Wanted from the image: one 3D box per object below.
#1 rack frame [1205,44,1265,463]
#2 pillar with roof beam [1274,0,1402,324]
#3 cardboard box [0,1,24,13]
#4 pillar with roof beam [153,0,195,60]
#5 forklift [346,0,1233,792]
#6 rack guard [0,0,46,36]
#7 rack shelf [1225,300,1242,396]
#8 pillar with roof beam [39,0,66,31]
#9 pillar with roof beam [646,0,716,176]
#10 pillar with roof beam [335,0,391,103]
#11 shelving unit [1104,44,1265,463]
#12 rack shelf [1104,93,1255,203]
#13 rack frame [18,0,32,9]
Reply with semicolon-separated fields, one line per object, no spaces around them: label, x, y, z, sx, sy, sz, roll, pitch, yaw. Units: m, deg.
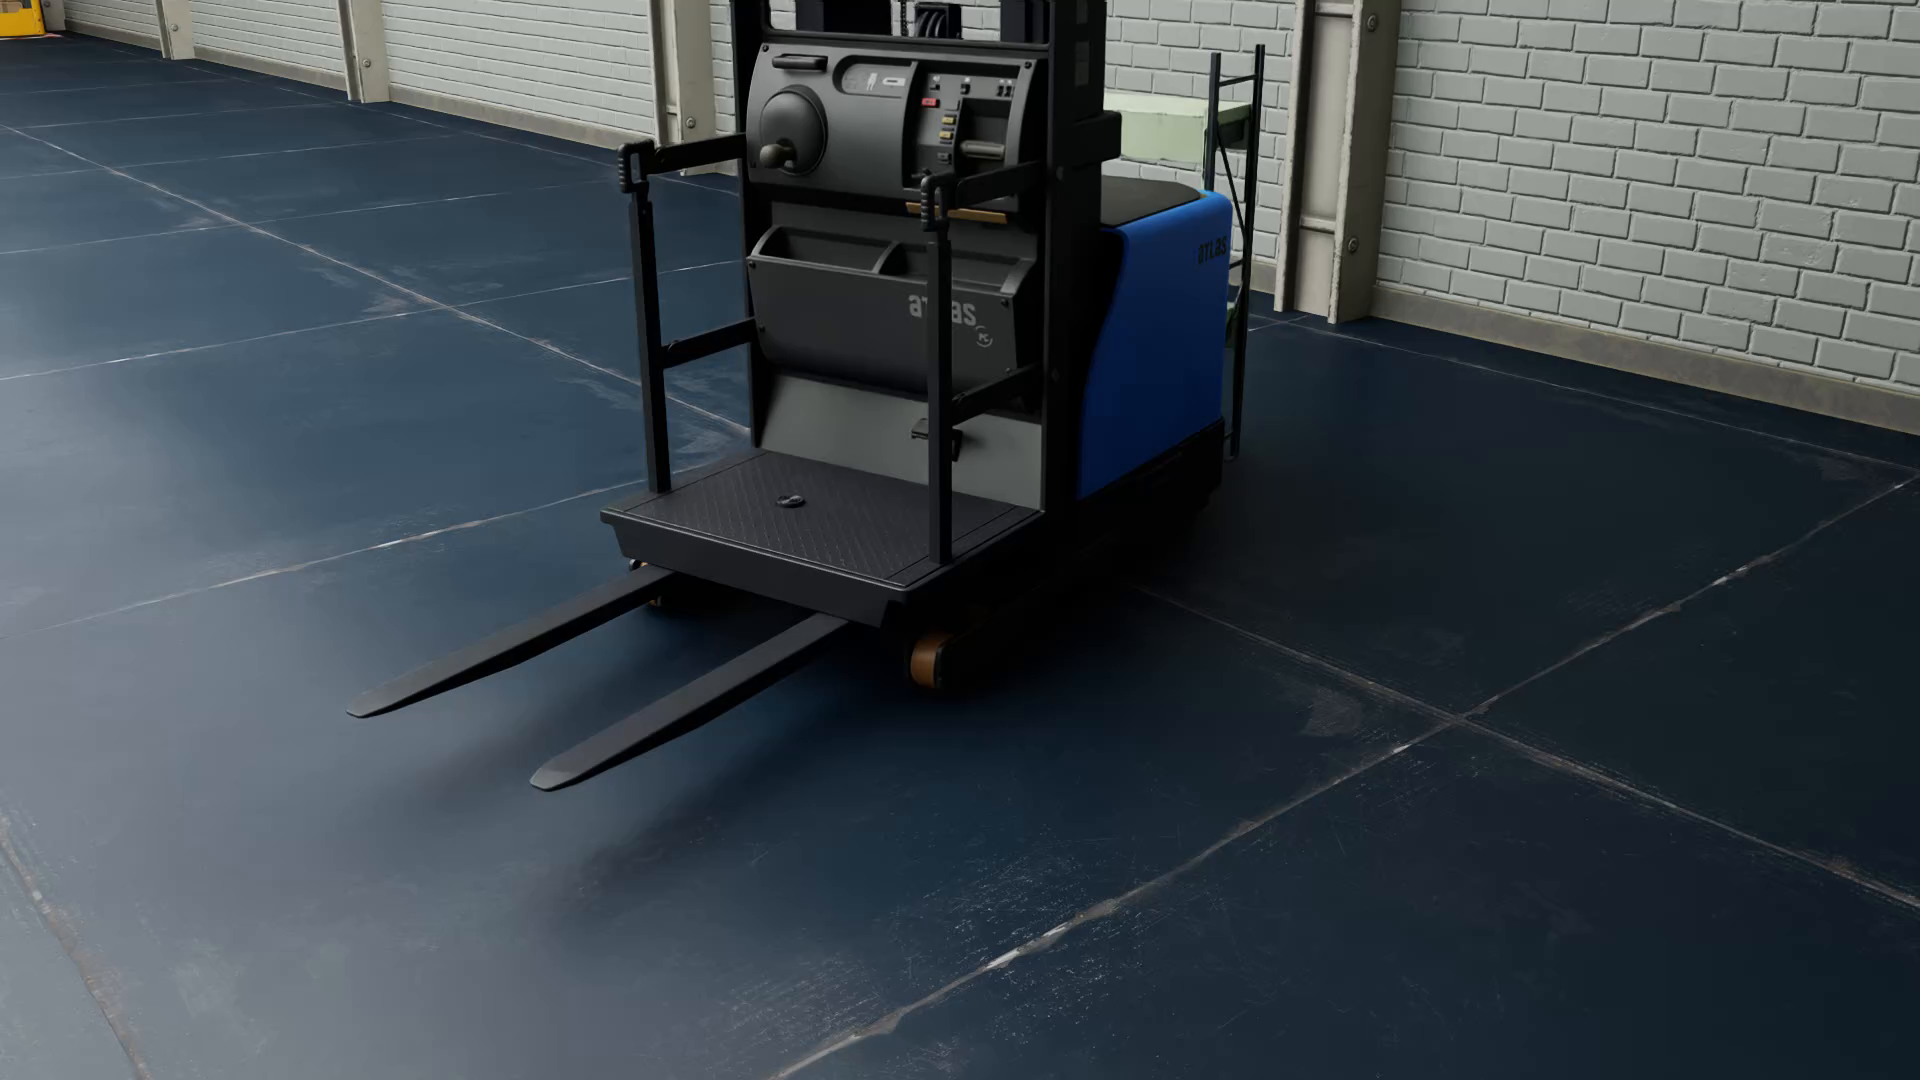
rack frame;0.938;-0.955;5.865;0.023;1.500;0.400;13;25;30
pillar with roof beam;-1.419;-4.322;4.179;9.100;9.000;0.400;-17;27;-37
cardboard box;-14.224;-7.874;24.670;0.500;0.250;0.500;-17;27;-37
pillar with roof beam;-13.169;-9.295;16.876;9.100;9.000;0.400;-17;27;-37
forklift;-0.319;-1.155;4.415;1.130;2.935;3.031;13;25;31
rack guard;-14.036;-7.606;24.219;1.175;0.500;0.348;-17;27;-37
rack shelf;0.630;-0.723;6.169;0.720;0.370;0.431;13;25;30
pillar with roof beam;-17.085;-10.952;21.108;9.100;9.000;0.400;-17;27;-37
pillar with roof beam;-5.336;-5.979;8.411;9.100;9.000;0.400;-17;27;-37
pillar with roof beam;-9.252;-7.637;12.644;9.100;9.000;0.400;-17;27;-37
shelving unit;0.630;-1.027;6.050;0.755;1.500;0.431;13;25;30
rack shelf;0.630;-1.390;5.907;0.720;0.370;0.431;13;25;30
rack frame;-14.052;-8.777;23.780;1.000;3.000;0.127;-17;27;-37
